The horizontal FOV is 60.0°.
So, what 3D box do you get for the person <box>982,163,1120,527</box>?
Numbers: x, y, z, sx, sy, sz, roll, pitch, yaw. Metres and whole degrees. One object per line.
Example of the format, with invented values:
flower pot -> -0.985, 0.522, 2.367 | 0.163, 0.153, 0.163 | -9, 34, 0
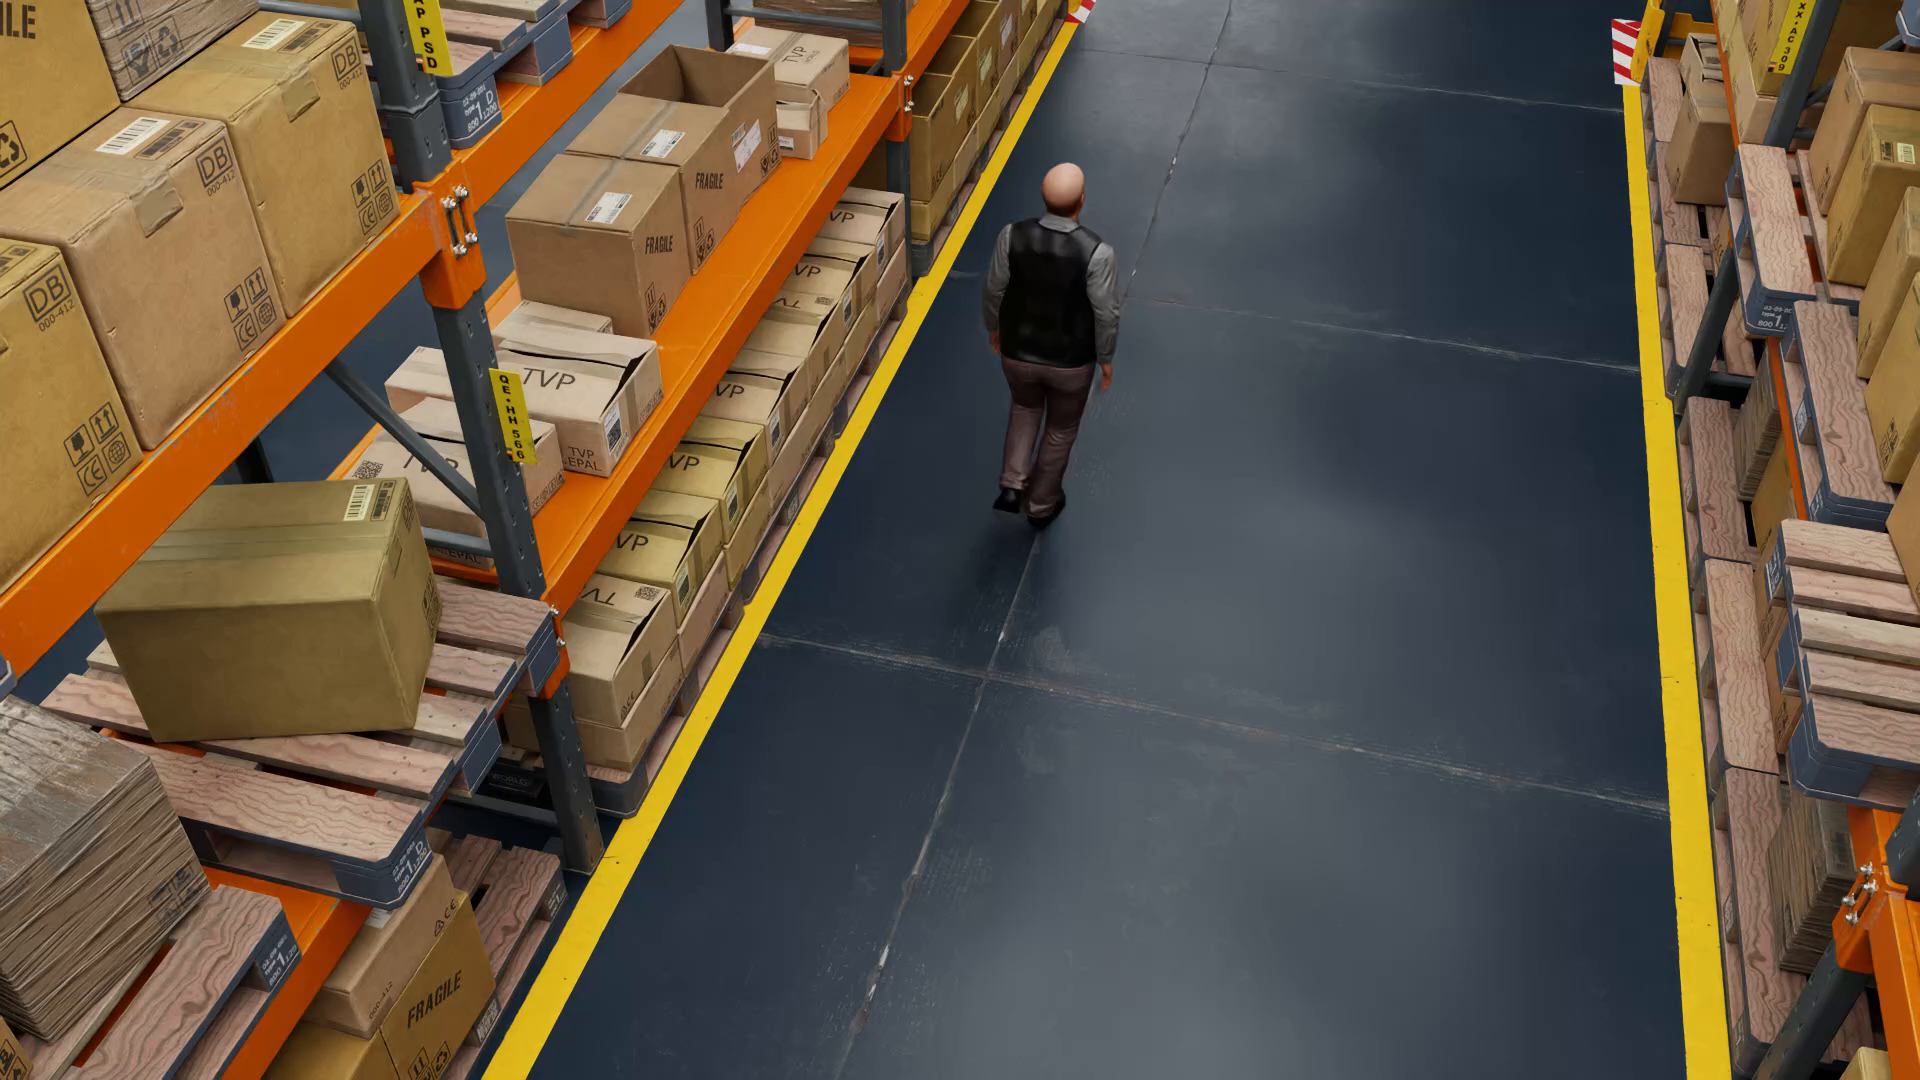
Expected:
person -> 0.364, -0.753, 7.048 | 0.602, 1.708, 0.527 | 13, 42, 14
